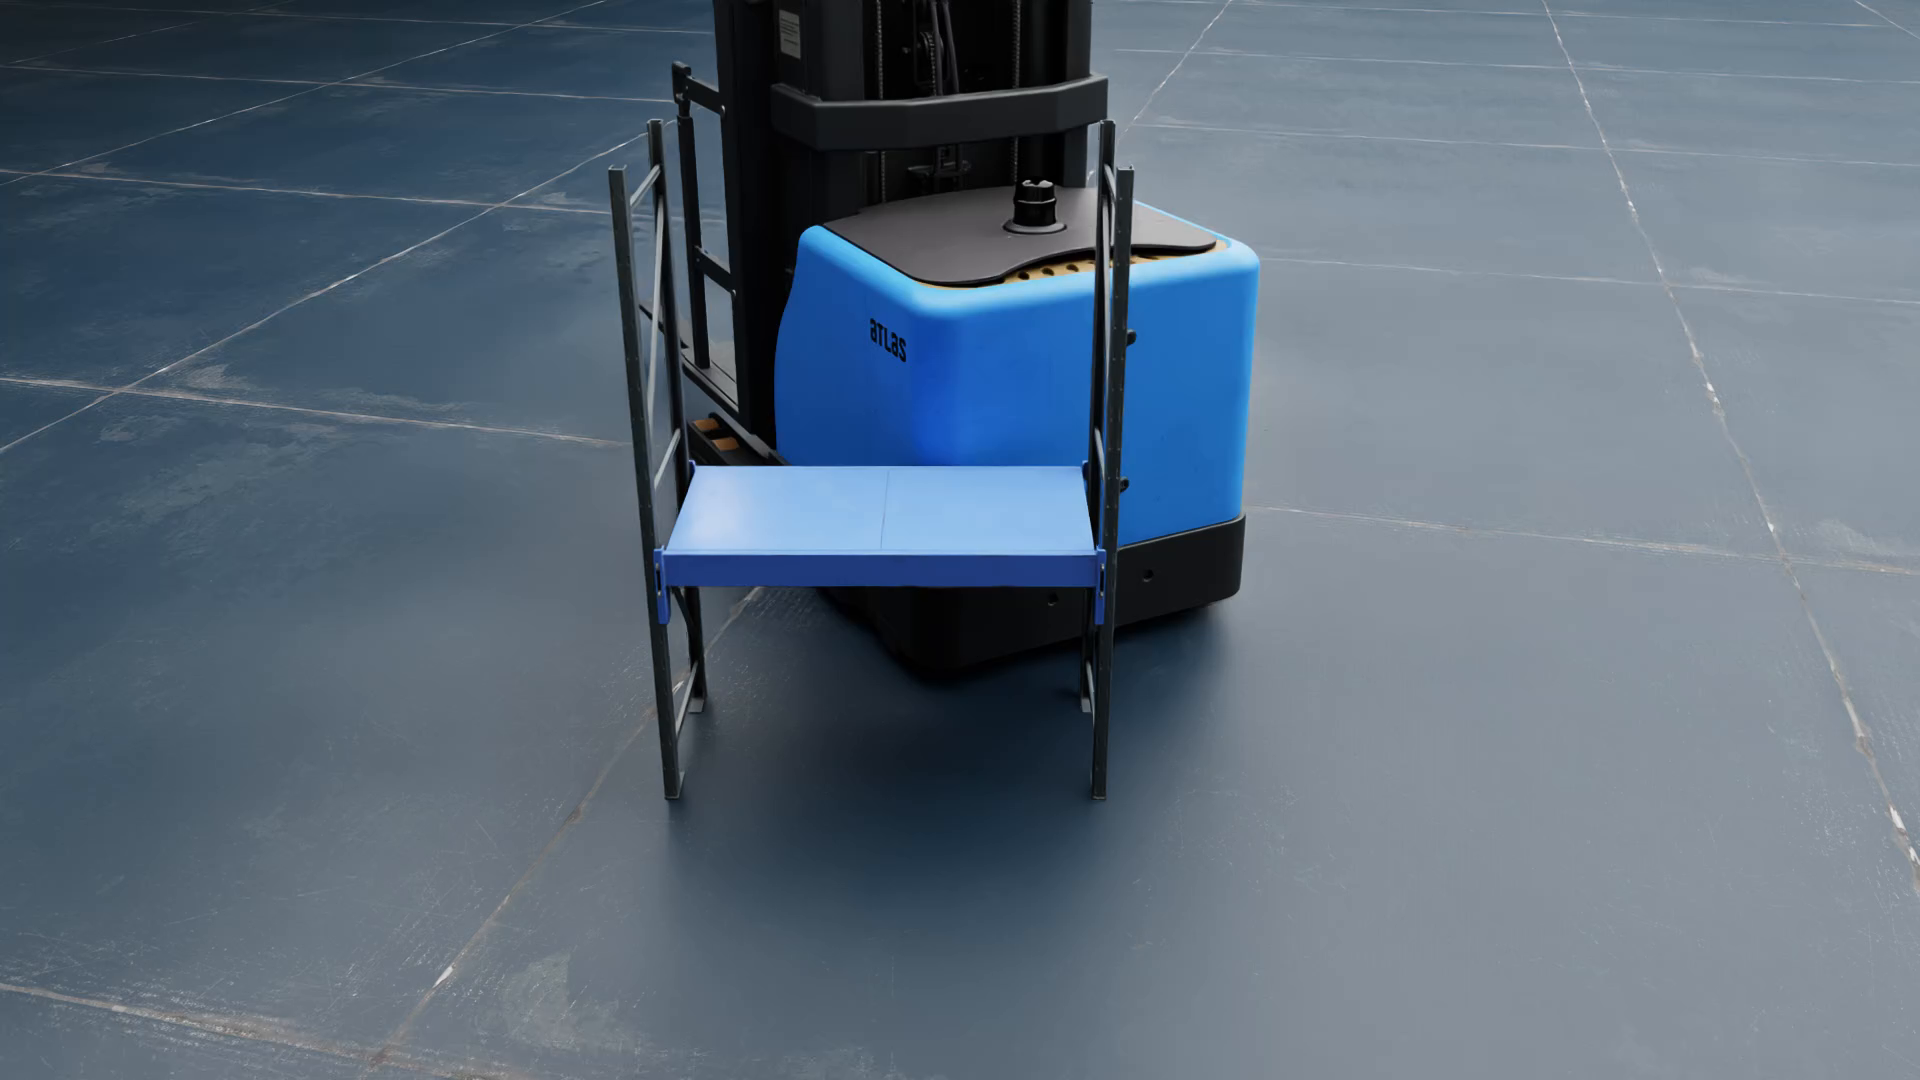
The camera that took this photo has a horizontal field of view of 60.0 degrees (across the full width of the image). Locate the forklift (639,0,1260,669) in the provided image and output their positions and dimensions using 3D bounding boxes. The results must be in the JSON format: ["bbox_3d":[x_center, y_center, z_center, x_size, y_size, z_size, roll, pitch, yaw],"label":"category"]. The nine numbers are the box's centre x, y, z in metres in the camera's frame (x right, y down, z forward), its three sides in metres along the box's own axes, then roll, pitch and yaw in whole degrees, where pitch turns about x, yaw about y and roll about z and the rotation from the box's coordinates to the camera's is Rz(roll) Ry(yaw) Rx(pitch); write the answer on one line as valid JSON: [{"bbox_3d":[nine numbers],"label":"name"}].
[{"bbox_3d":[-0.314,-1.585,5.170,1.130,2.935,3.031,-13,28,-24],"label":"forklift"}]

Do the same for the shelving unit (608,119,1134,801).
[{"bbox_3d":[-0.176,-0.166,3.853,1.048,1.500,0.538,0,25,0],"label":"shelving unit"}]

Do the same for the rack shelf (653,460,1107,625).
[{"bbox_3d":[-0.176,-0.003,3.930,1.000,0.185,0.538,0,25,0],"label":"rack shelf"}]

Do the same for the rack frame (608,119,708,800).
[{"bbox_3d":[-0.685,-0.166,3.854,0.032,1.500,0.500,0,25,0],"label":"rack frame"}]

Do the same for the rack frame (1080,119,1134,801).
[{"bbox_3d":[0.332,-0.165,3.852,0.032,1.500,0.500,0,25,0],"label":"rack frame"}]
